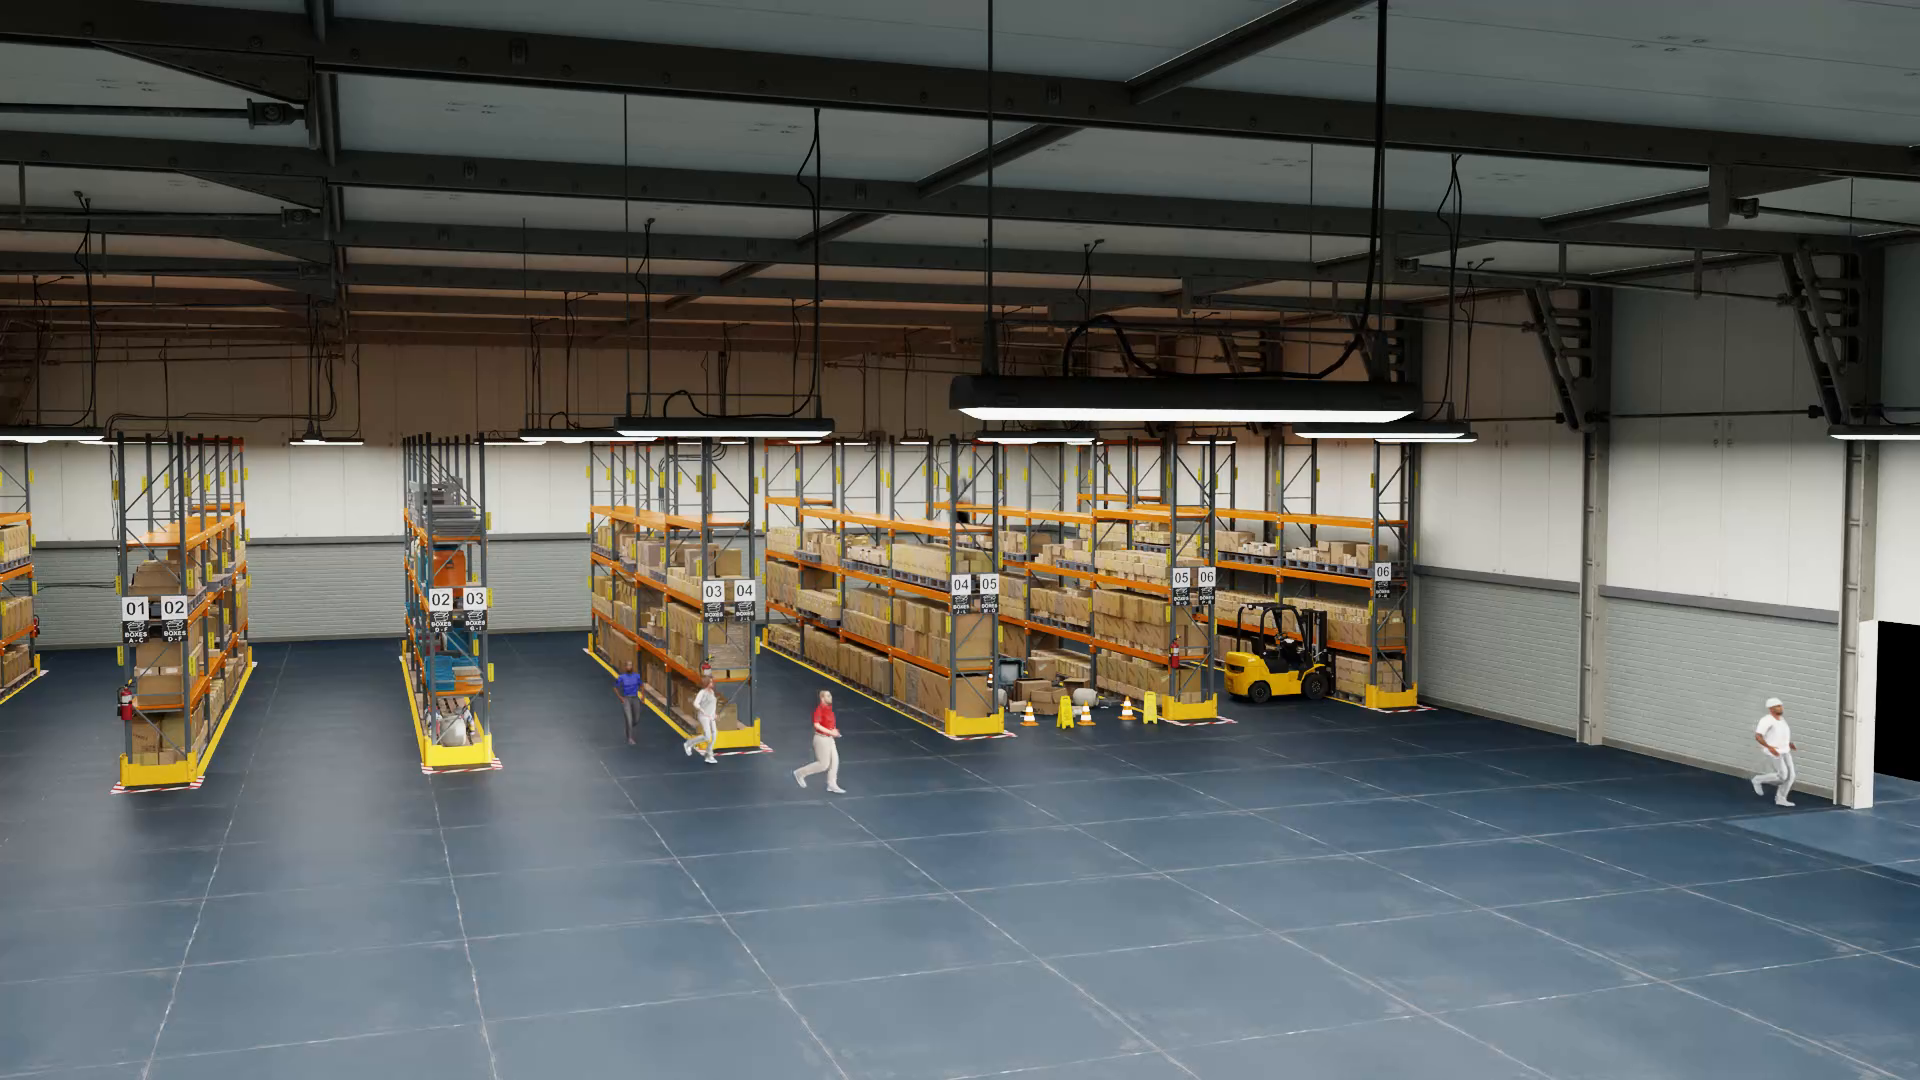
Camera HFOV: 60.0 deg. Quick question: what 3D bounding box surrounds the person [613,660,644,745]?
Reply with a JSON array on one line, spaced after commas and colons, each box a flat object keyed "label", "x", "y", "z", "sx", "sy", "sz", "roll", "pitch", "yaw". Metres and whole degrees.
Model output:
[{"label": "person", "x": -6.424, "y": 3.128, "z": 32.236, "sx": 0.617, "sy": 1.611, "sz": 0.633, "roll": -2, "pitch": 4, "yaw": -30}]

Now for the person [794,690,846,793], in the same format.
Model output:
[{"label": "person", "x": -2.312, "y": 3.351, "z": 27.634, "sx": 0.844, "sy": 1.727, "sz": 0.670, "roll": 1, "pitch": 3, "yaw": 10}]

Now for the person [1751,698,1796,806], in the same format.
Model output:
[{"label": "person", "x": 13.067, "y": 3.384, "z": 26.626, "sx": 0.691, "sy": 1.709, "sz": 0.663, "roll": -2, "pitch": 4, "yaw": -33}]

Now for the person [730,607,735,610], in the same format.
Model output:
[{"label": "person", "x": -6.347, "y": 2.346, "z": 46.355, "sx": 0.584, "sy": 1.623, "sz": 0.650, "roll": -1, "pitch": 3, "yaw": -14}]

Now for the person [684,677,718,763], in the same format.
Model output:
[{"label": "person", "x": -4.642, "y": 3.267, "z": 30.409, "sx": 0.692, "sy": 1.537, "sz": 0.593, "roll": 1, "pitch": 3, "yaw": 22}]
